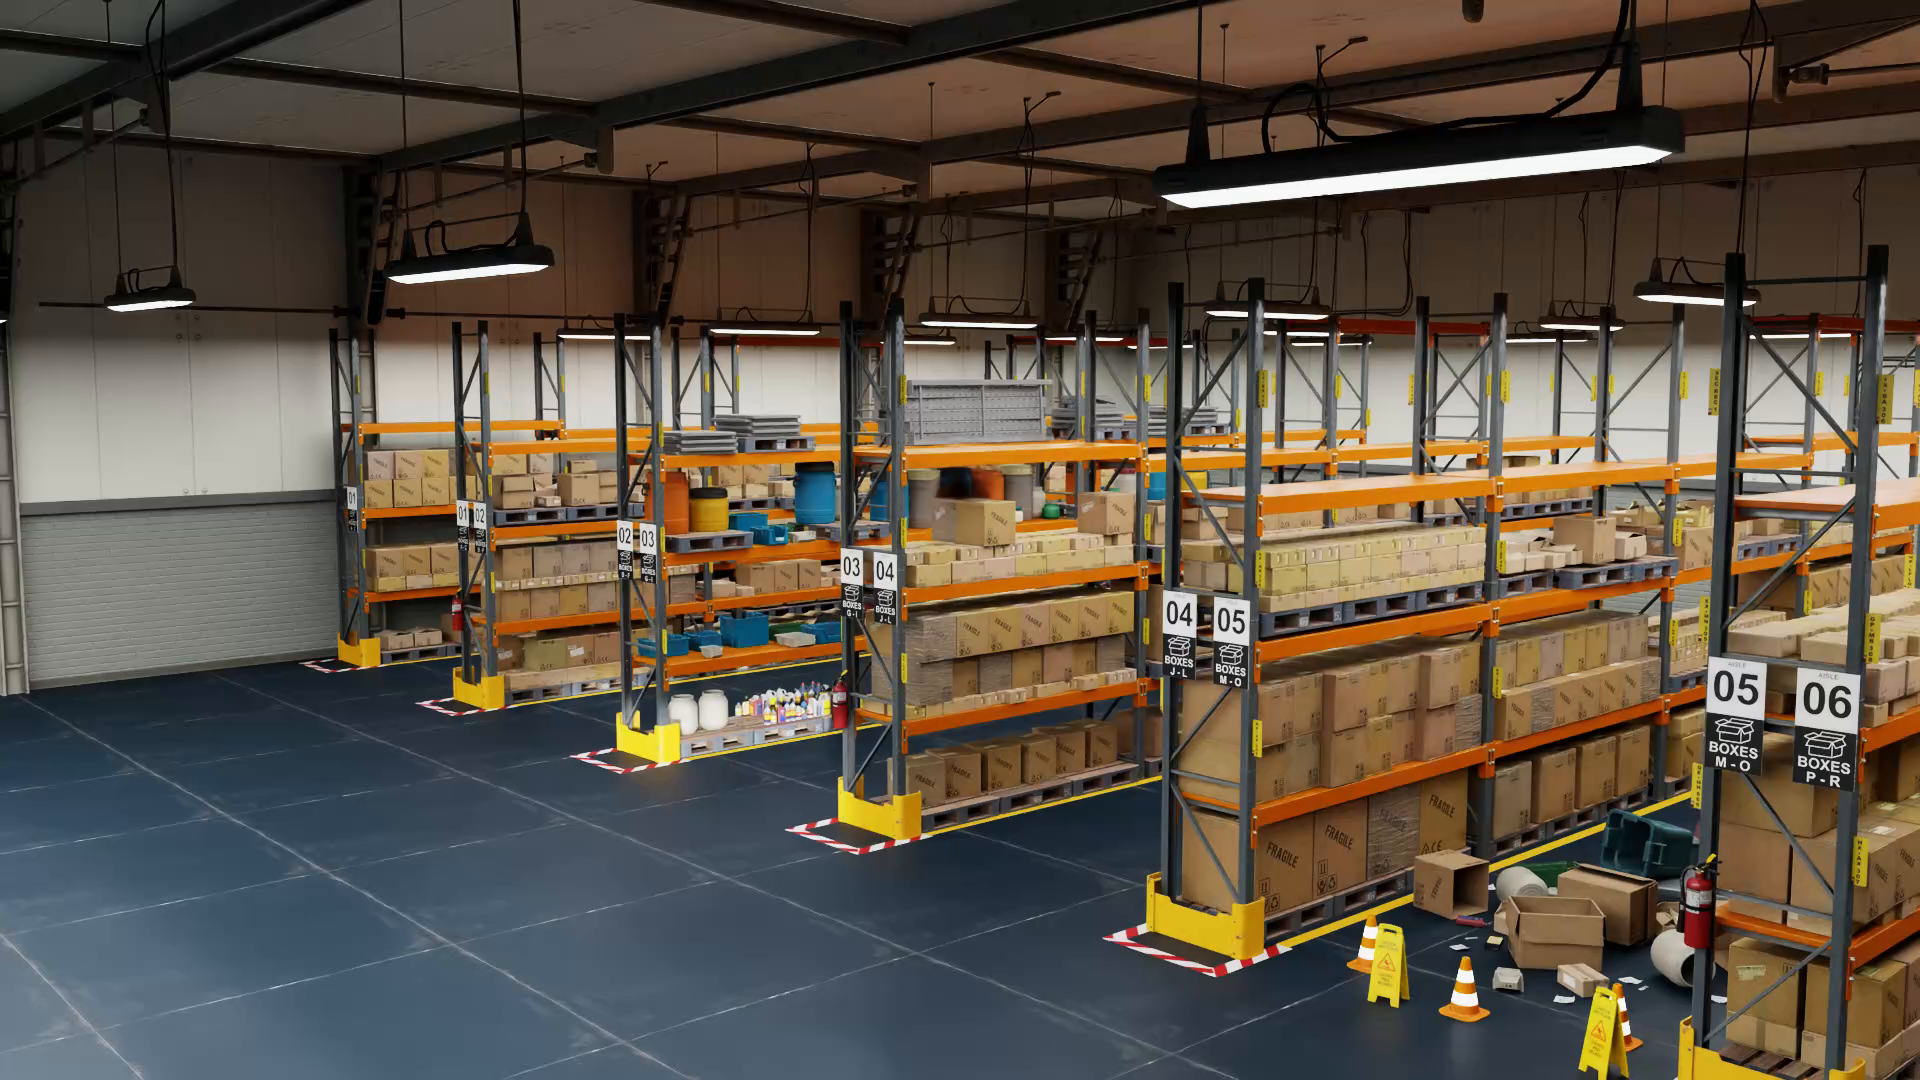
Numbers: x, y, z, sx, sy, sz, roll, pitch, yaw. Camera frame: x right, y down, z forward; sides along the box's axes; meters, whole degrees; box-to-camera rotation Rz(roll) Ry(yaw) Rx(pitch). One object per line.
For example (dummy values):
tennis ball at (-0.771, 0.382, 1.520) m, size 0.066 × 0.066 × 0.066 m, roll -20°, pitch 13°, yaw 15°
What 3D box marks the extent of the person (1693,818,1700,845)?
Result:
person at (8.355, 2.543, 18.229) m, size 0.503 × 1.664 × 0.610 m, roll -3°, pitch 7°, yaw -31°
